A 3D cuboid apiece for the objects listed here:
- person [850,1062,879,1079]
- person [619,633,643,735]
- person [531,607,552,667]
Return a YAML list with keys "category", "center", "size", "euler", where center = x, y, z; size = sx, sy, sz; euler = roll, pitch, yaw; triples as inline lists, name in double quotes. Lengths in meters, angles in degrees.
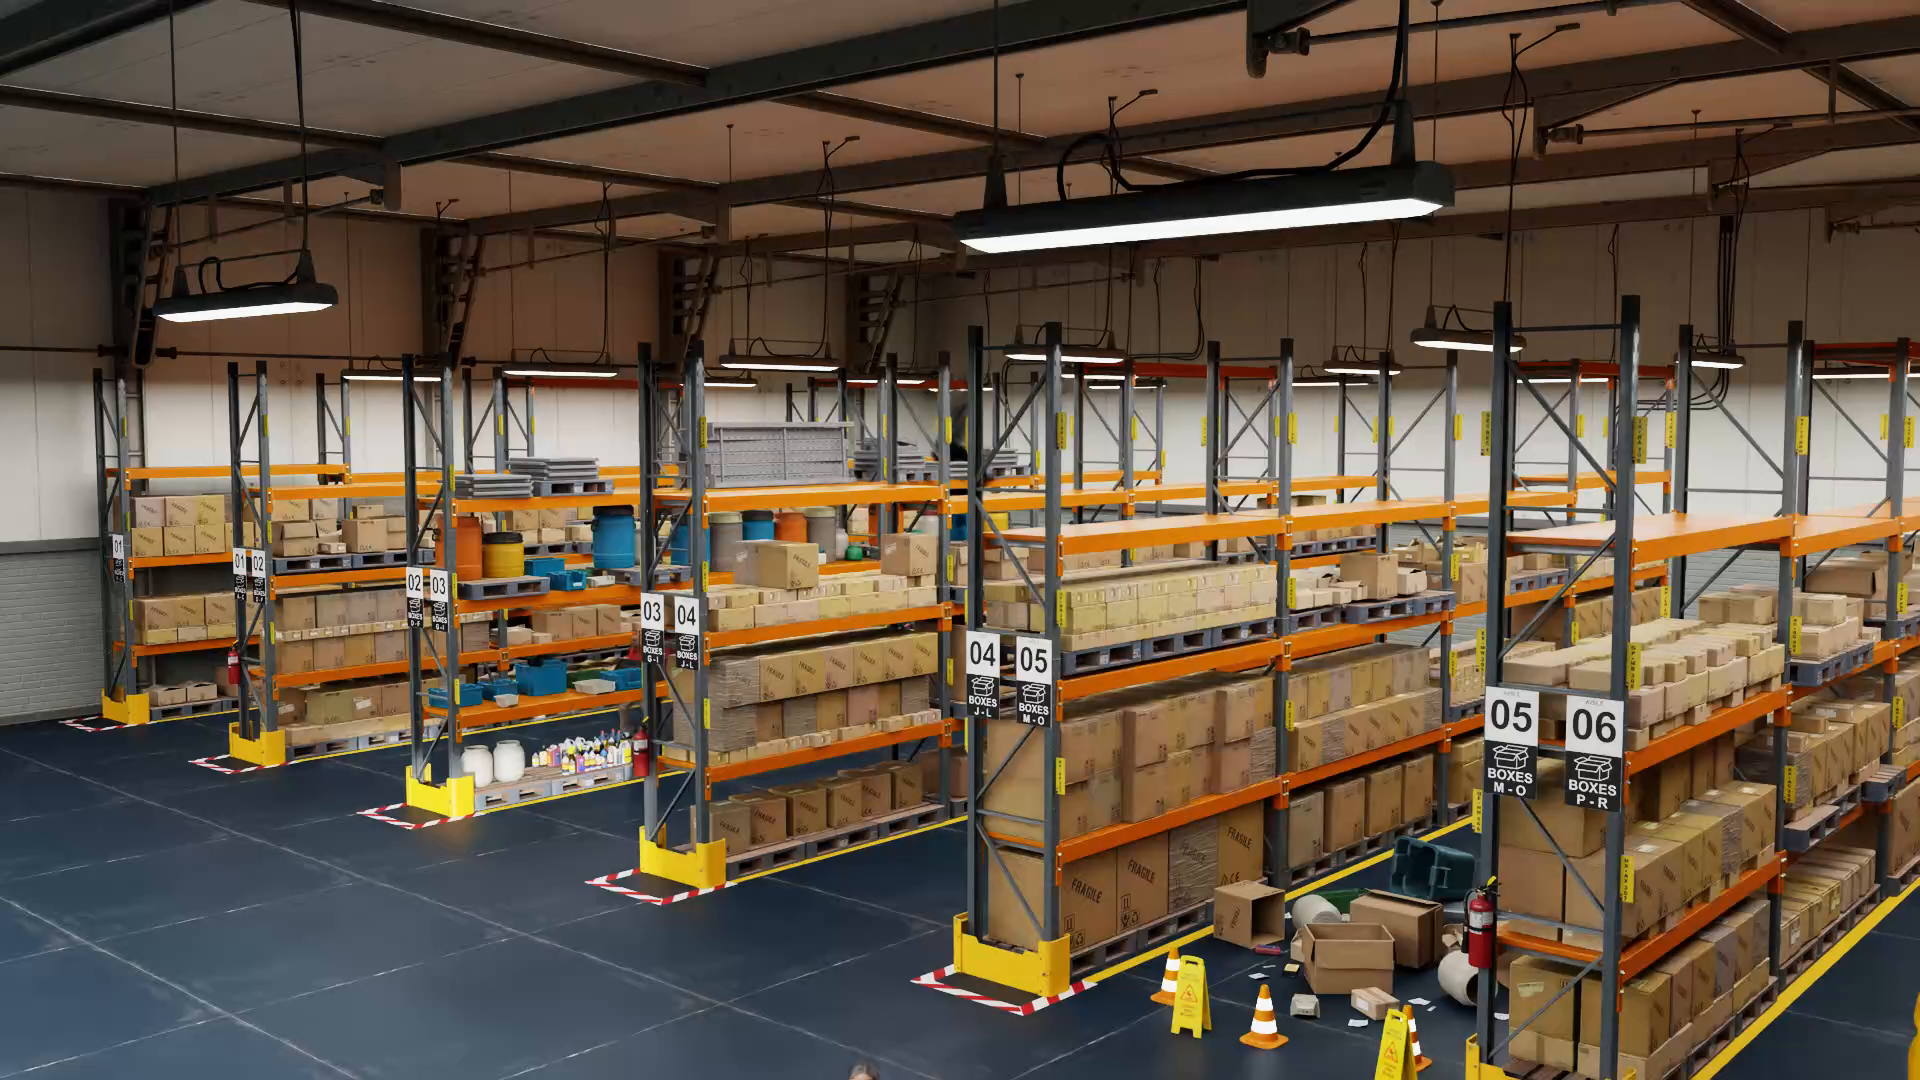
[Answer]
- category: "person"
  center: [-0.487, 3.674, 9.194]
  size: [0.599, 1.682, 0.830]
  euler: [0, 4, 4]
- category: "person"
  center: [-5.103, 2.399, 26.351]
  size: [0.641, 1.703, 0.864]
  euler: [3, 5, 31]
- category: "person"
  center: [-7.955, 2.054, 31.681]
  size: [0.532, 1.560, 0.541]
  euler: [2, 5, 27]
